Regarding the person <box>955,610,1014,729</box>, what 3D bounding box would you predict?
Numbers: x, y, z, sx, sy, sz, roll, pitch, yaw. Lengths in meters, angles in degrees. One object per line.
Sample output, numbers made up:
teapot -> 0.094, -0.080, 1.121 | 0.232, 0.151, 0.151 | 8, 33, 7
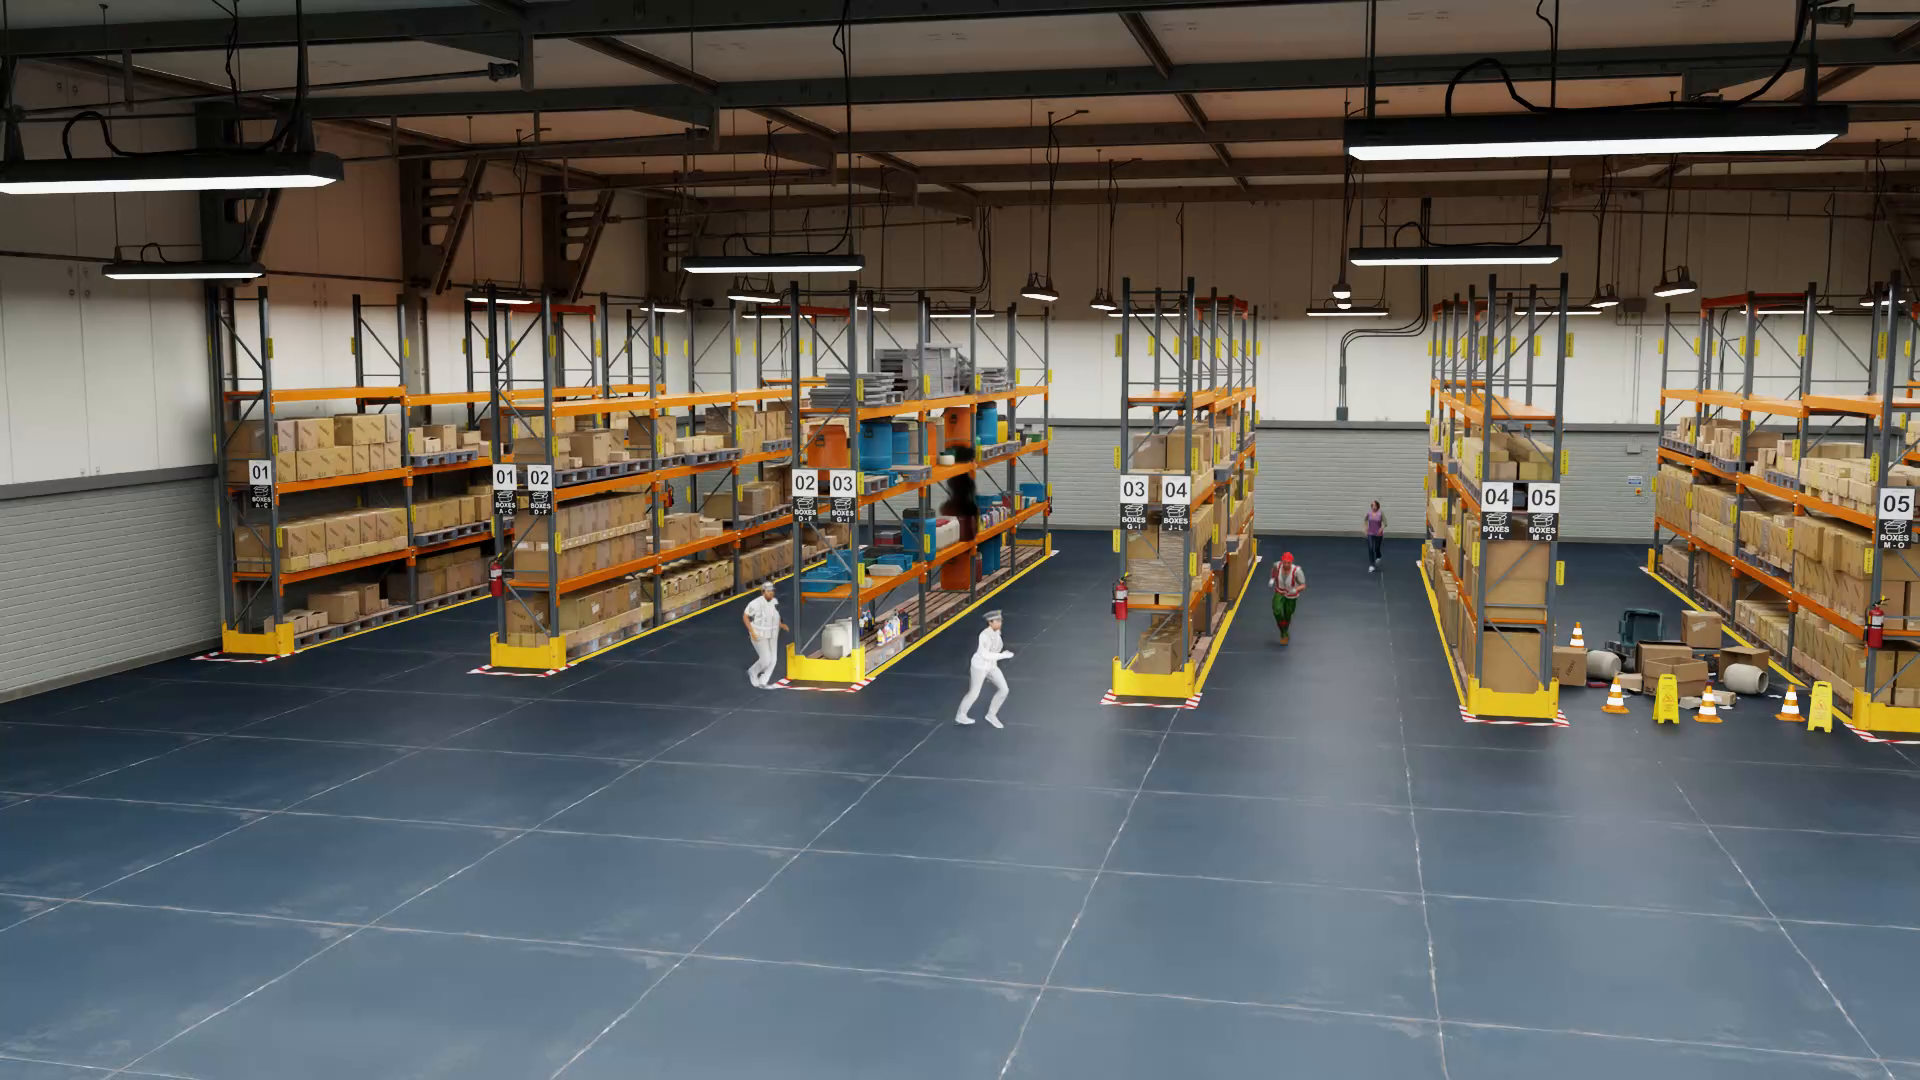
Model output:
person -> 0.343, 1.696, 21.886 | 0.916, 1.627, 0.599 | 5, 8, 37

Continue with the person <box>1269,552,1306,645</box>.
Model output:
person -> 5.552, 0.941, 28.222 | 0.658, 1.569, 1.144 | 2, 7, 16

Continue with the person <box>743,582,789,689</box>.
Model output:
person -> -2.846, 1.413, 24.367 | 0.601, 1.612, 0.639 | -6, 9, -44

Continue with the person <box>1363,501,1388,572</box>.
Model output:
person -> 9.399, -0.101, 37.666 | 0.547, 1.605, 0.790 | 2, 7, 20
